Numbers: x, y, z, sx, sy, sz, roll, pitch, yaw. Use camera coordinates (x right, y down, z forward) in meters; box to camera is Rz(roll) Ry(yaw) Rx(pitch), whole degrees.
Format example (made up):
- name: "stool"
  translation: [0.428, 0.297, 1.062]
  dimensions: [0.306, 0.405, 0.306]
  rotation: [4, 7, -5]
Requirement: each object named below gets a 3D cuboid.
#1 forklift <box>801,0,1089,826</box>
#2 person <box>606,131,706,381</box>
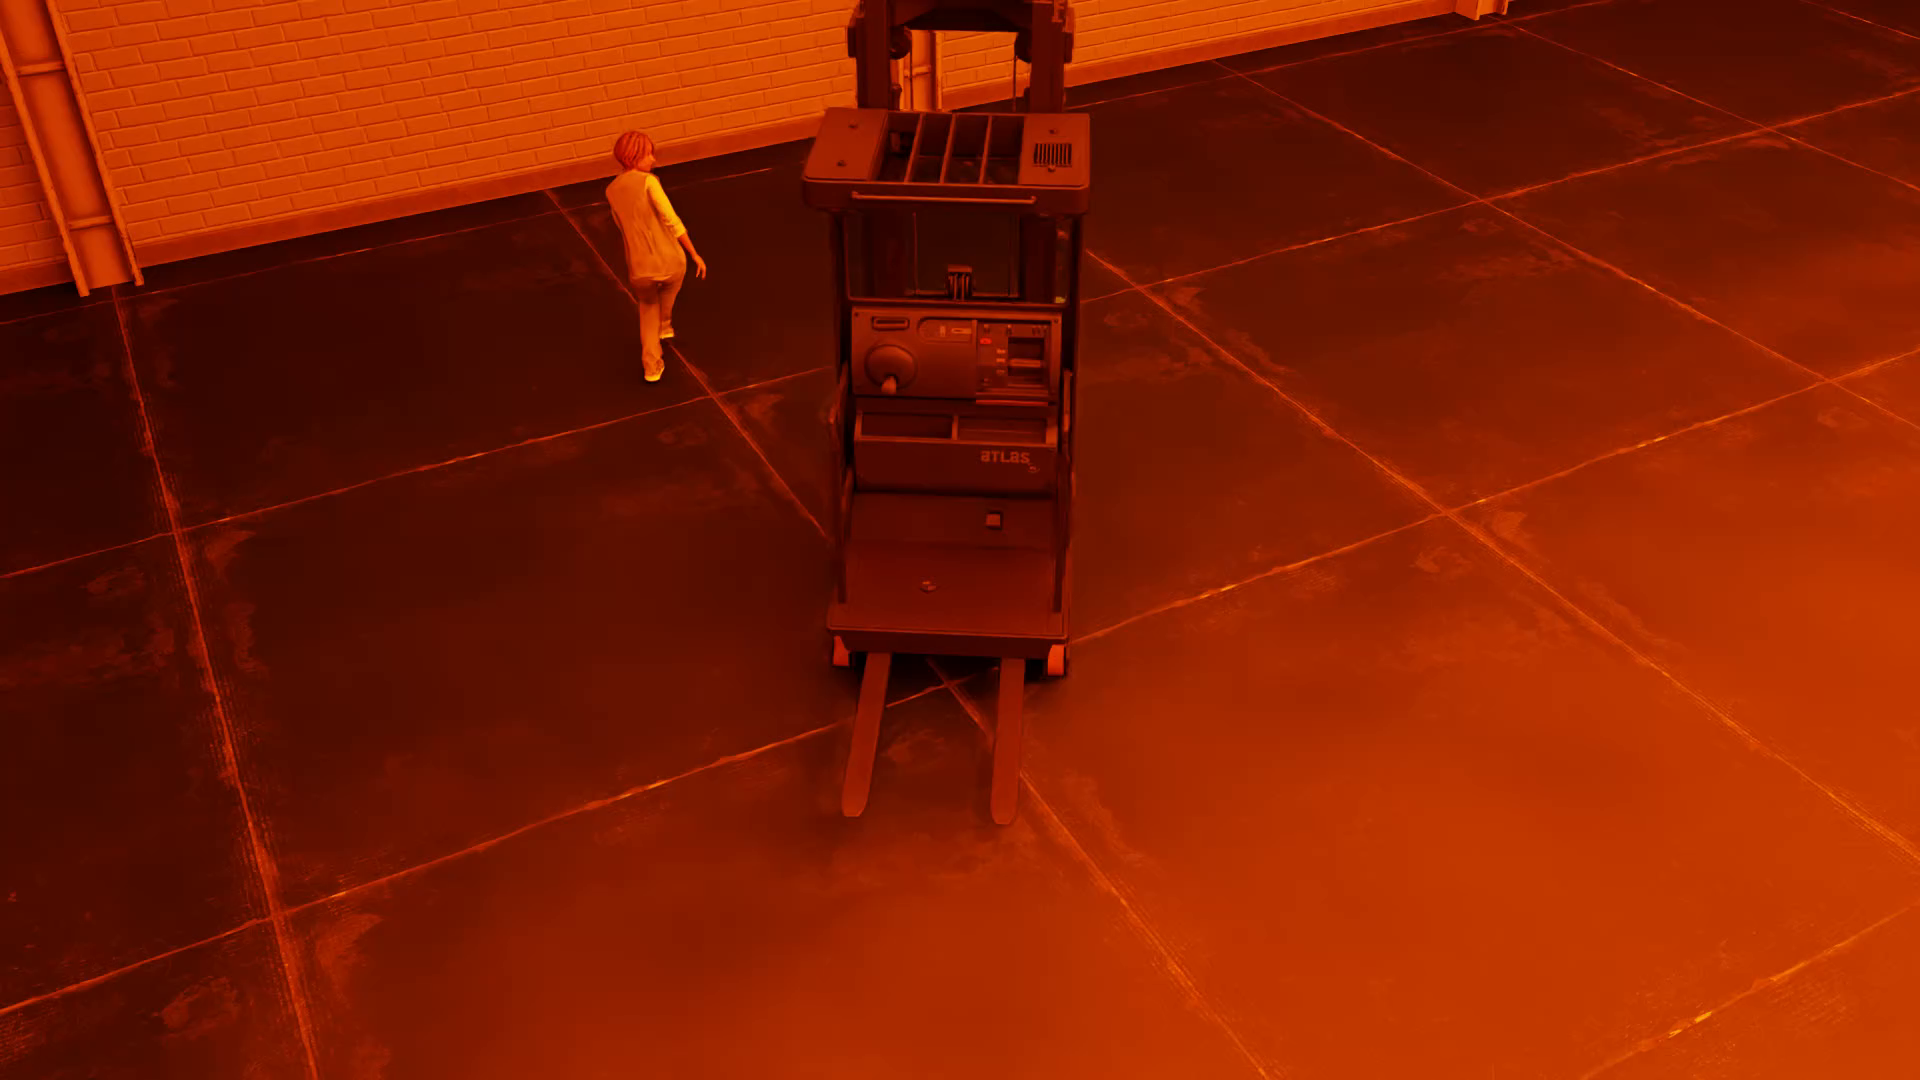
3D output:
- name: "forklift"
  translation: [-0.031, -0.759, 7.197]
  dimensions: [1.130, 2.935, 3.031]
  rotation: [2, 35, 3]
- name: "person"
  translation: [-1.735, -1.705, 9.839]
  dimensions: [0.637, 1.446, 0.714]
  rotation: [5, 36, 6]
